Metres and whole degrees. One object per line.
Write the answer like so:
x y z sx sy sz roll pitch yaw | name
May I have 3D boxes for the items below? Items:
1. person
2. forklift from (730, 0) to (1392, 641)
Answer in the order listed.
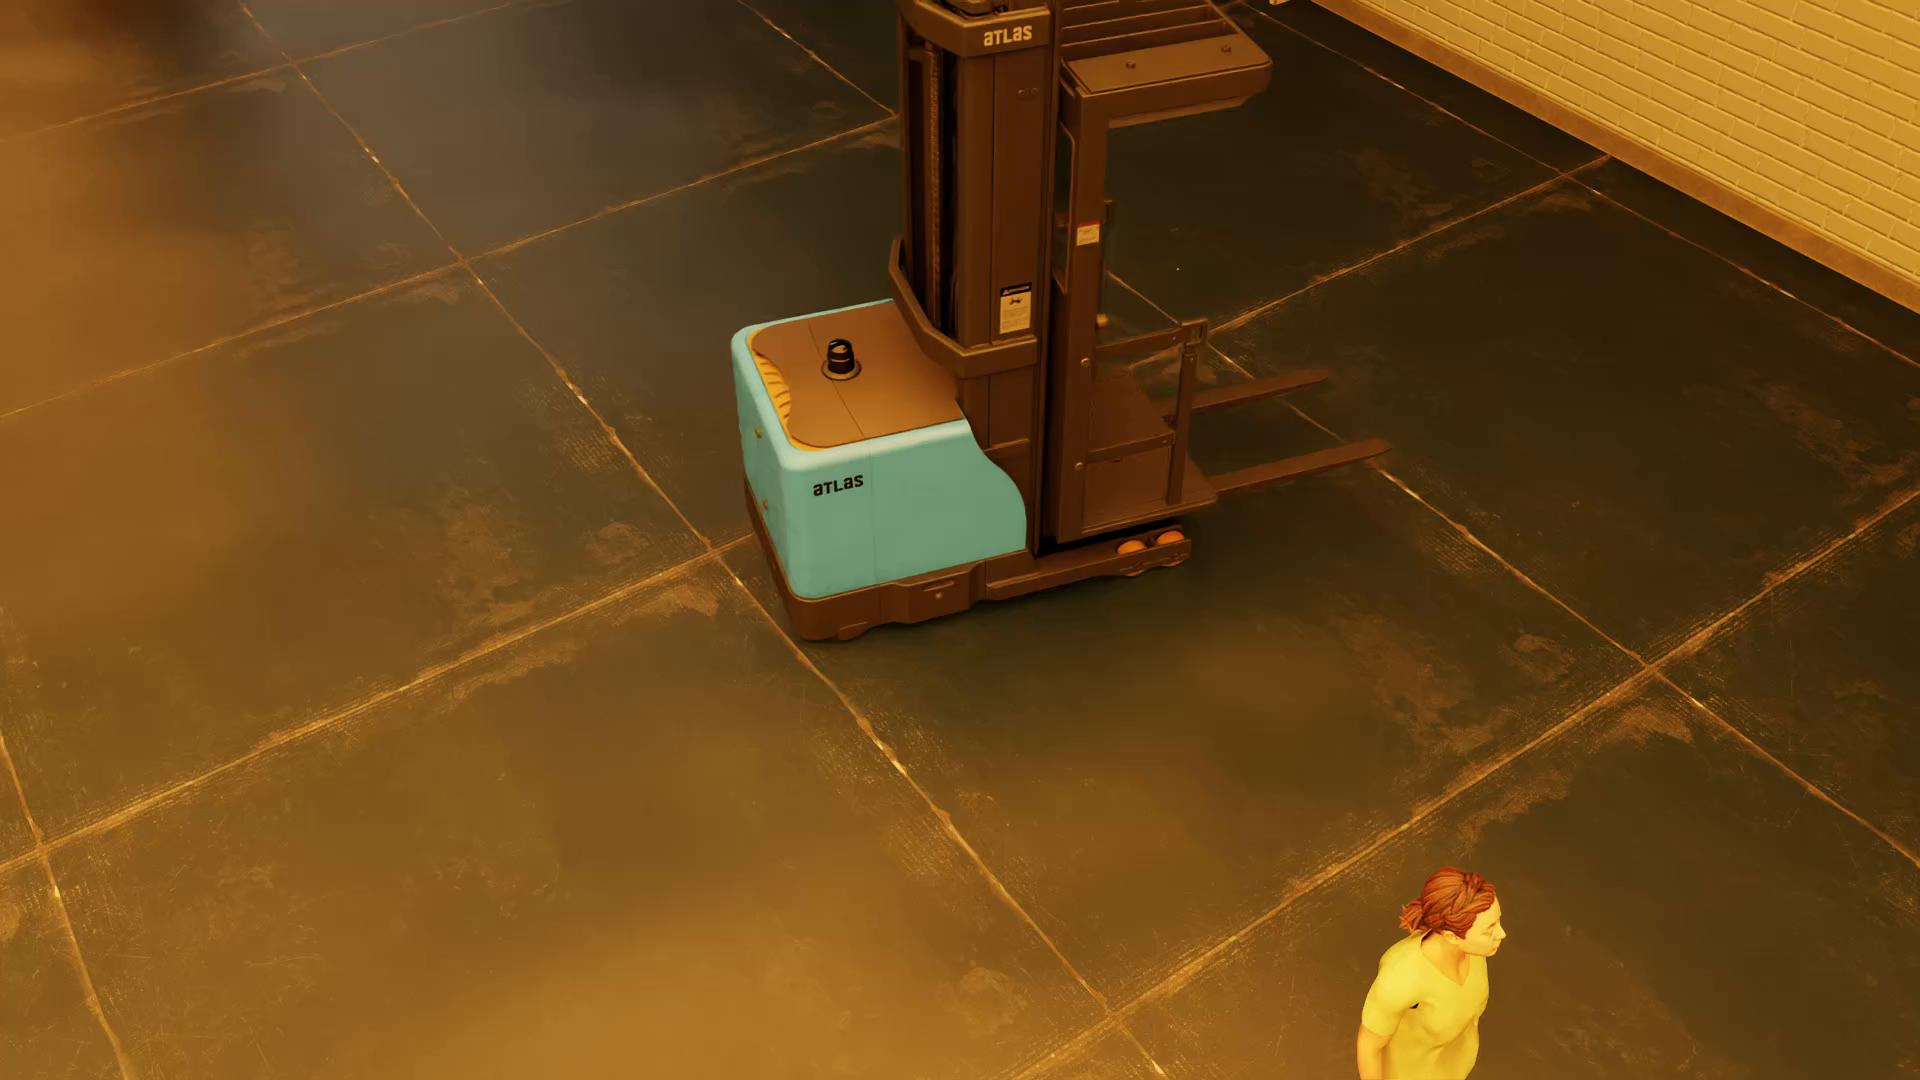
1.405 1.602 4.892 0.554 1.673 0.548 -34 52 -31 | person
0.551 -1.238 7.059 3.031 2.935 1.130 -13 44 -14 | forklift
